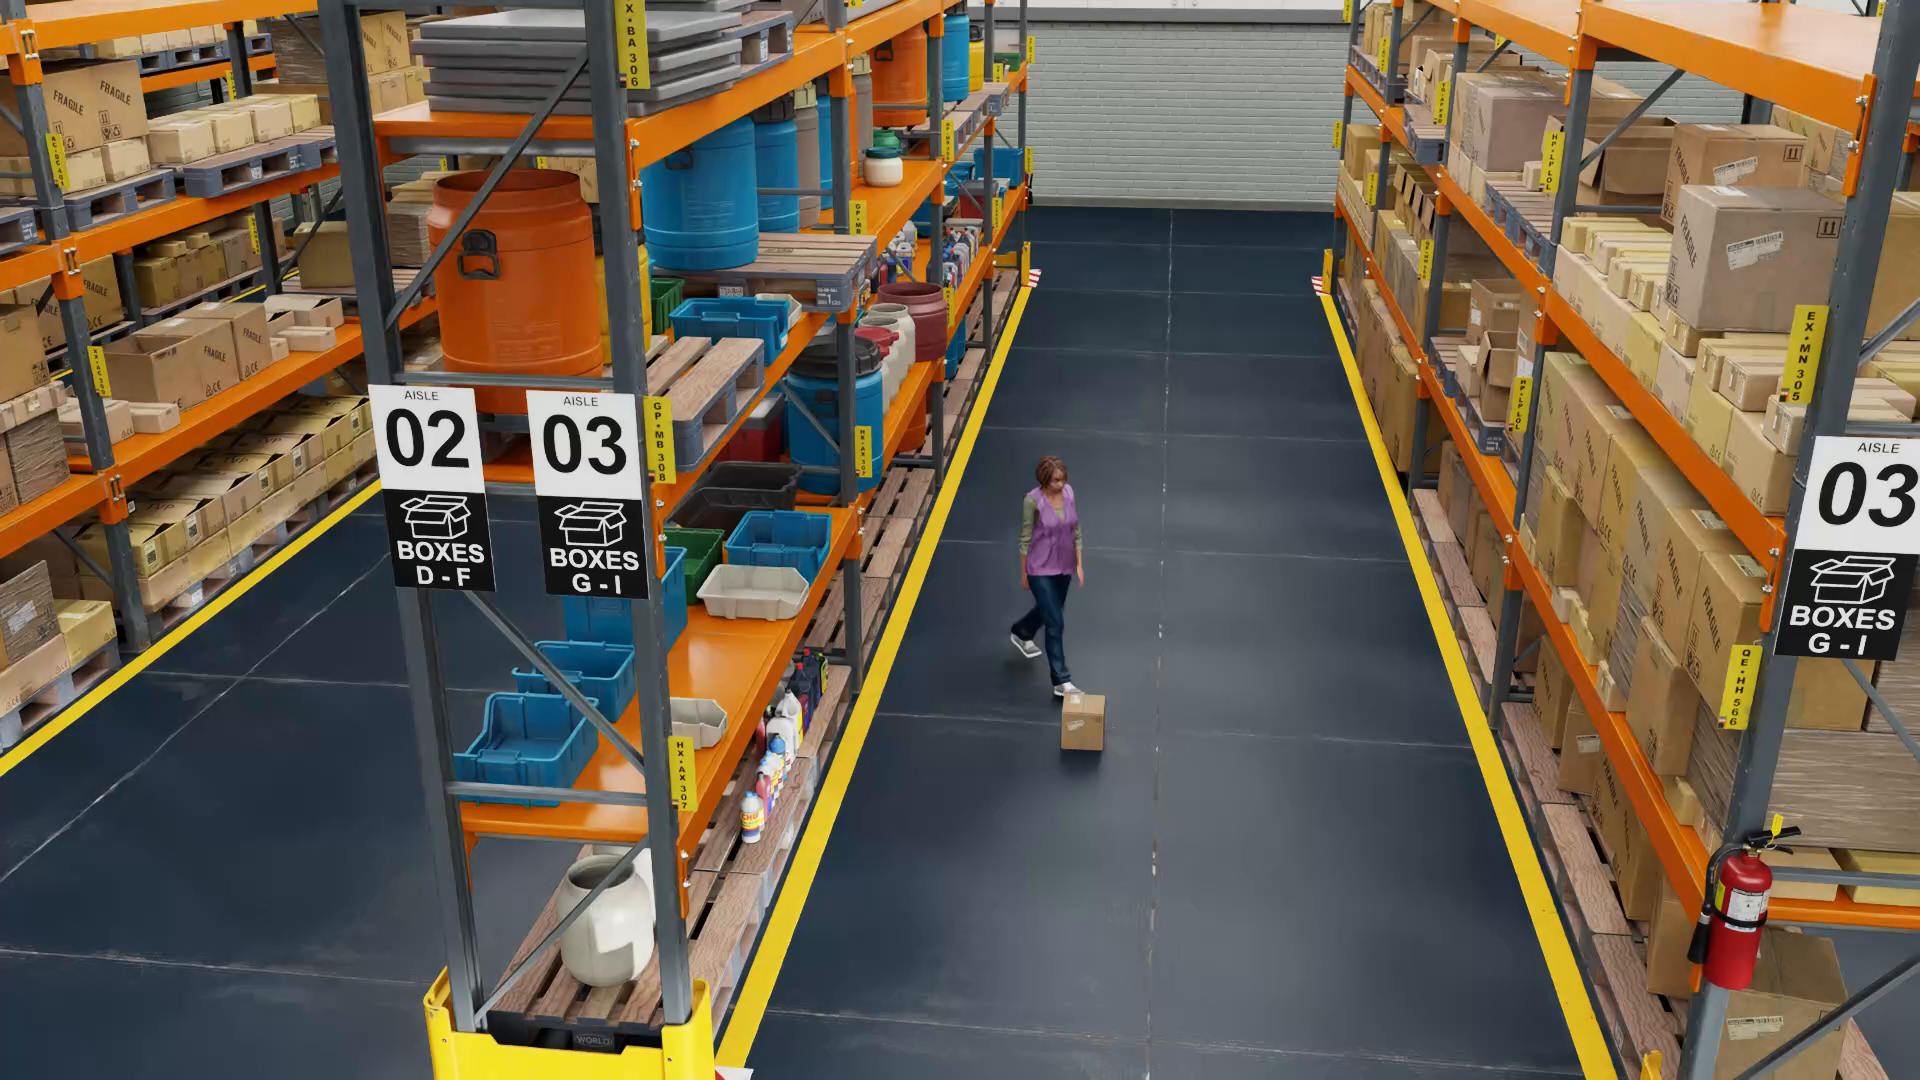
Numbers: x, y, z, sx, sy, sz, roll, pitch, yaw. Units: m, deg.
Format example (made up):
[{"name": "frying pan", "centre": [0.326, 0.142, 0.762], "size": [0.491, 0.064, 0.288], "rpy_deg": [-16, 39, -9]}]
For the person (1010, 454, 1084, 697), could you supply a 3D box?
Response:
[{"name": "person", "centre": [0.581, 0.182, 10.637], "size": [0.408, 1.557, 0.879], "rpy_deg": [-15, 26, -34]}]
